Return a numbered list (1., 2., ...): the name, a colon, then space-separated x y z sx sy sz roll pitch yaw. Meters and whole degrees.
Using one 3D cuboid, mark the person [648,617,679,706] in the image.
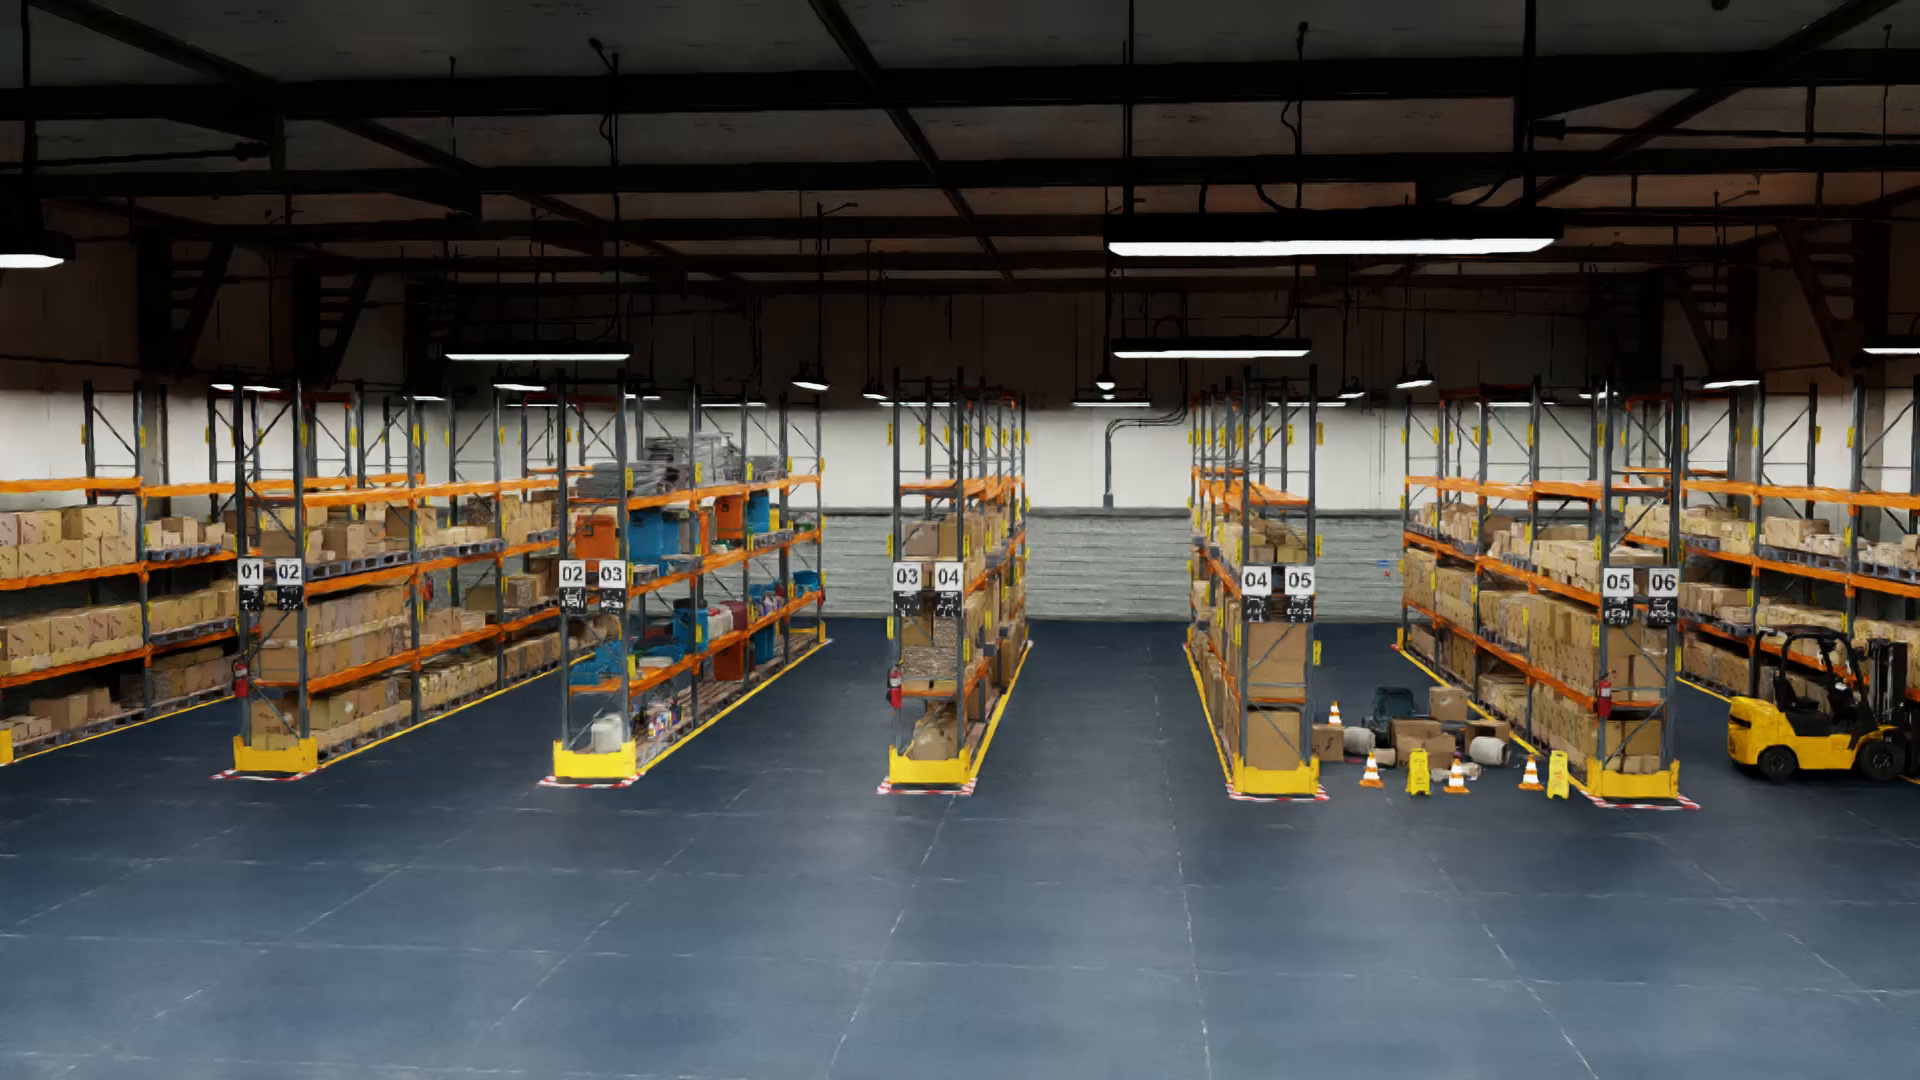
1. person: -5.259 2.157 29.447 0.562 1.586 0.578 0 4 -7
